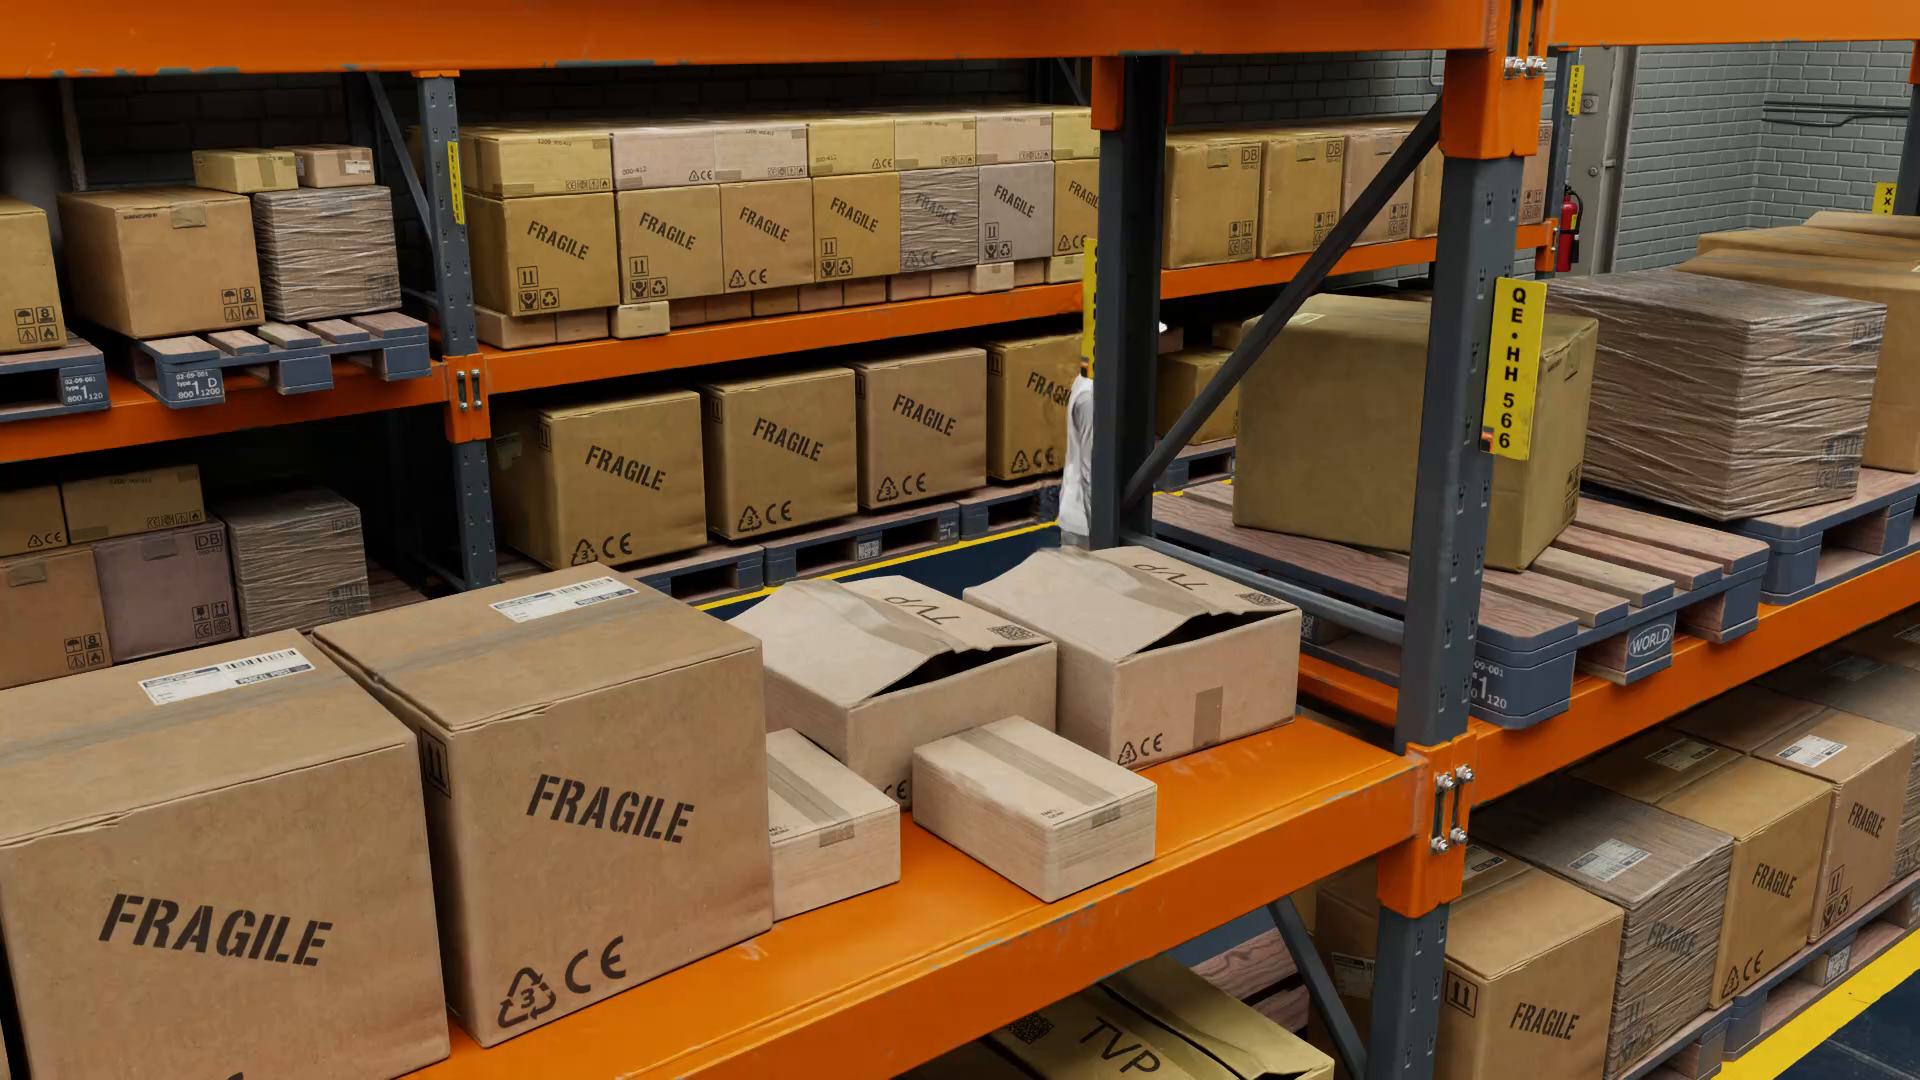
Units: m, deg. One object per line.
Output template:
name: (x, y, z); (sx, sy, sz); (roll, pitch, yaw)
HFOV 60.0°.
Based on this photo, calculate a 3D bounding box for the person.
person: (0.509, -0.056, 6.207); (0.718, 1.763, 0.595); (2, 18, 7)
